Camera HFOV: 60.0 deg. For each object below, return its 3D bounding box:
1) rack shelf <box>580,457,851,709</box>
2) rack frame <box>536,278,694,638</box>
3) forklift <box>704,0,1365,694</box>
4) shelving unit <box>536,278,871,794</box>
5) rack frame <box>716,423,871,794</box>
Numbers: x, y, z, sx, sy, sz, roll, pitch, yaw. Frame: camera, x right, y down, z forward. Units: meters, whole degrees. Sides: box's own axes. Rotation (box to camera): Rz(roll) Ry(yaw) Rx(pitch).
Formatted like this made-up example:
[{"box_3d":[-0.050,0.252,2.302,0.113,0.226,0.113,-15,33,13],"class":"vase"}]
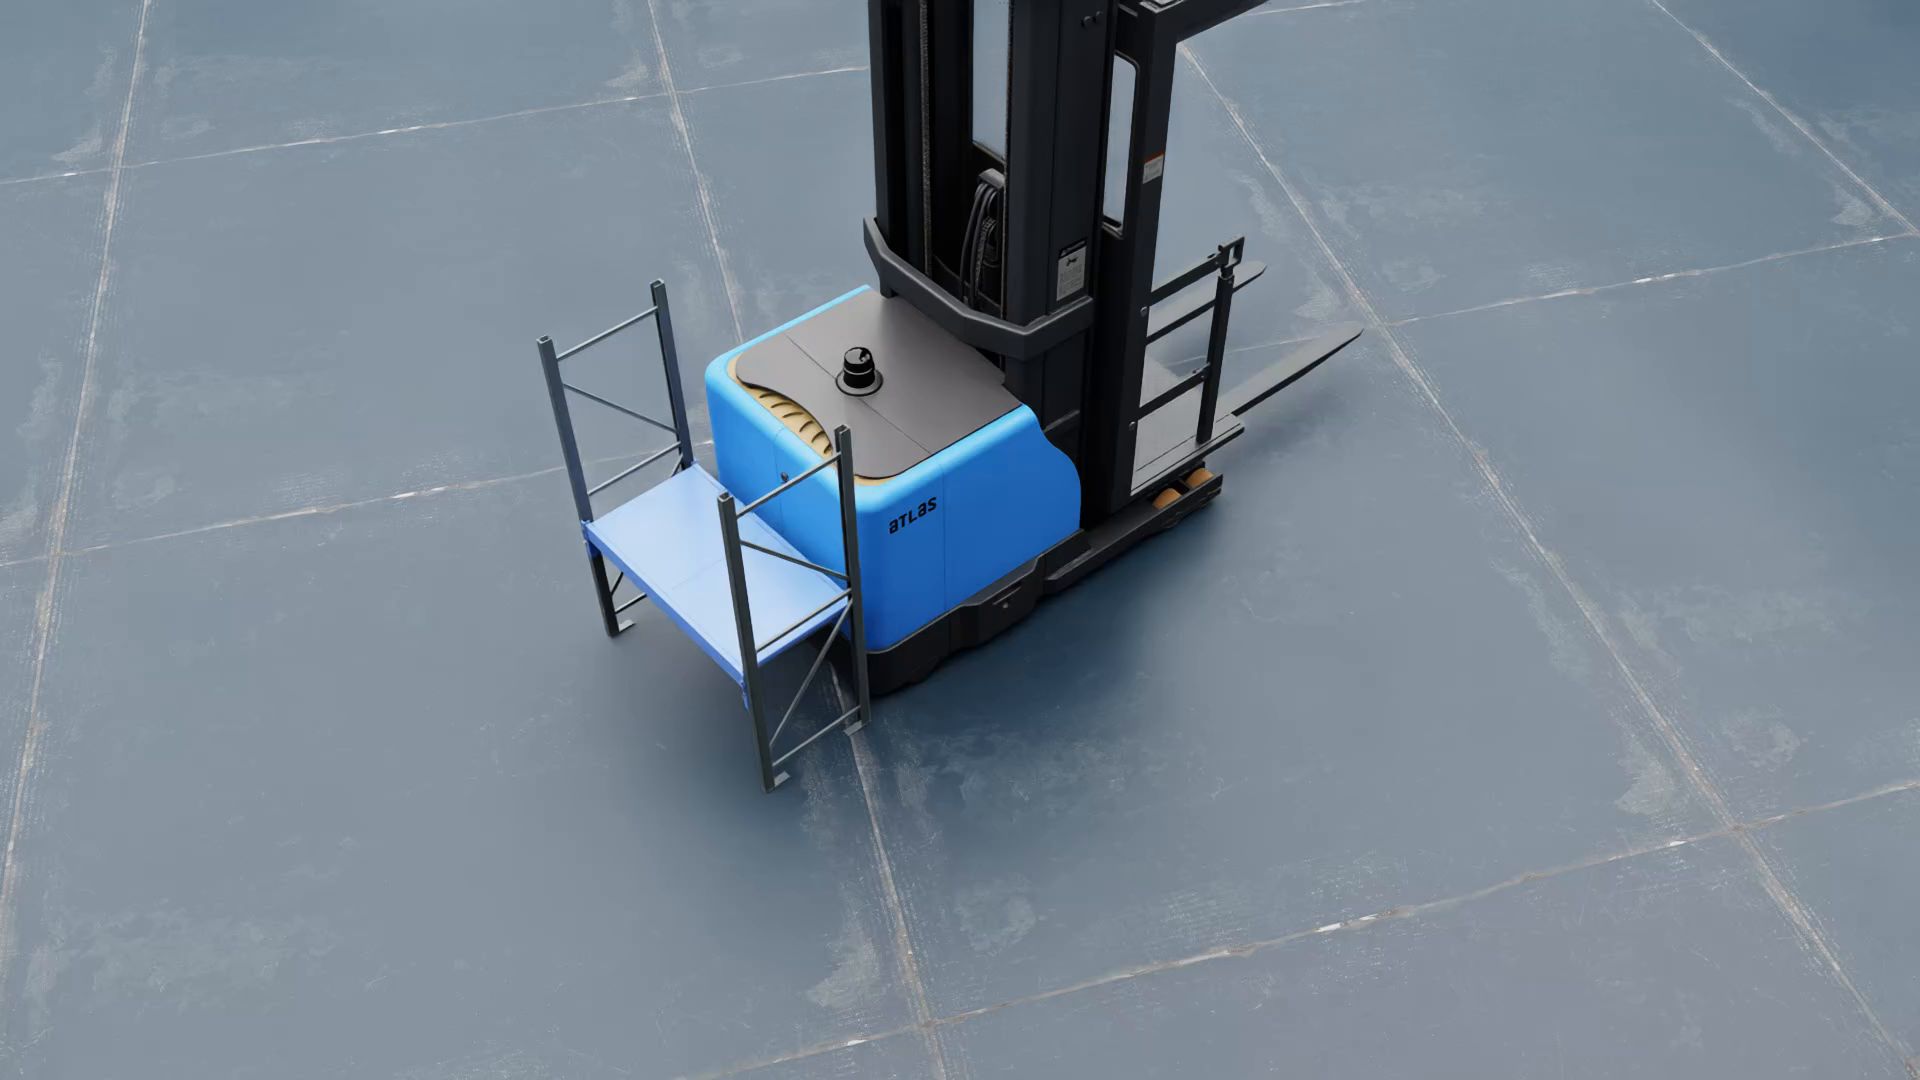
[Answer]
[{"box_3d":[-0.876,0.135,6.068,0.538,0.185,1.000,-33,54,-28],"class":"rack shelf"},{"box_3d":[-1.217,-0.260,6.203,0.500,1.500,0.032,-33,54,-28],"class":"rack frame"},{"box_3d":[0.491,-1.339,6.261,3.031,2.935,1.130,-31,53,-27],"class":"forklift"},{"box_3d":[-0.877,0.010,5.939,0.538,1.500,1.048,-33,54,-28],"class":"shelving unit"},{"box_3d":[-0.538,0.280,5.674,0.500,1.500,0.032,-33,54,-28],"class":"rack frame"}]
